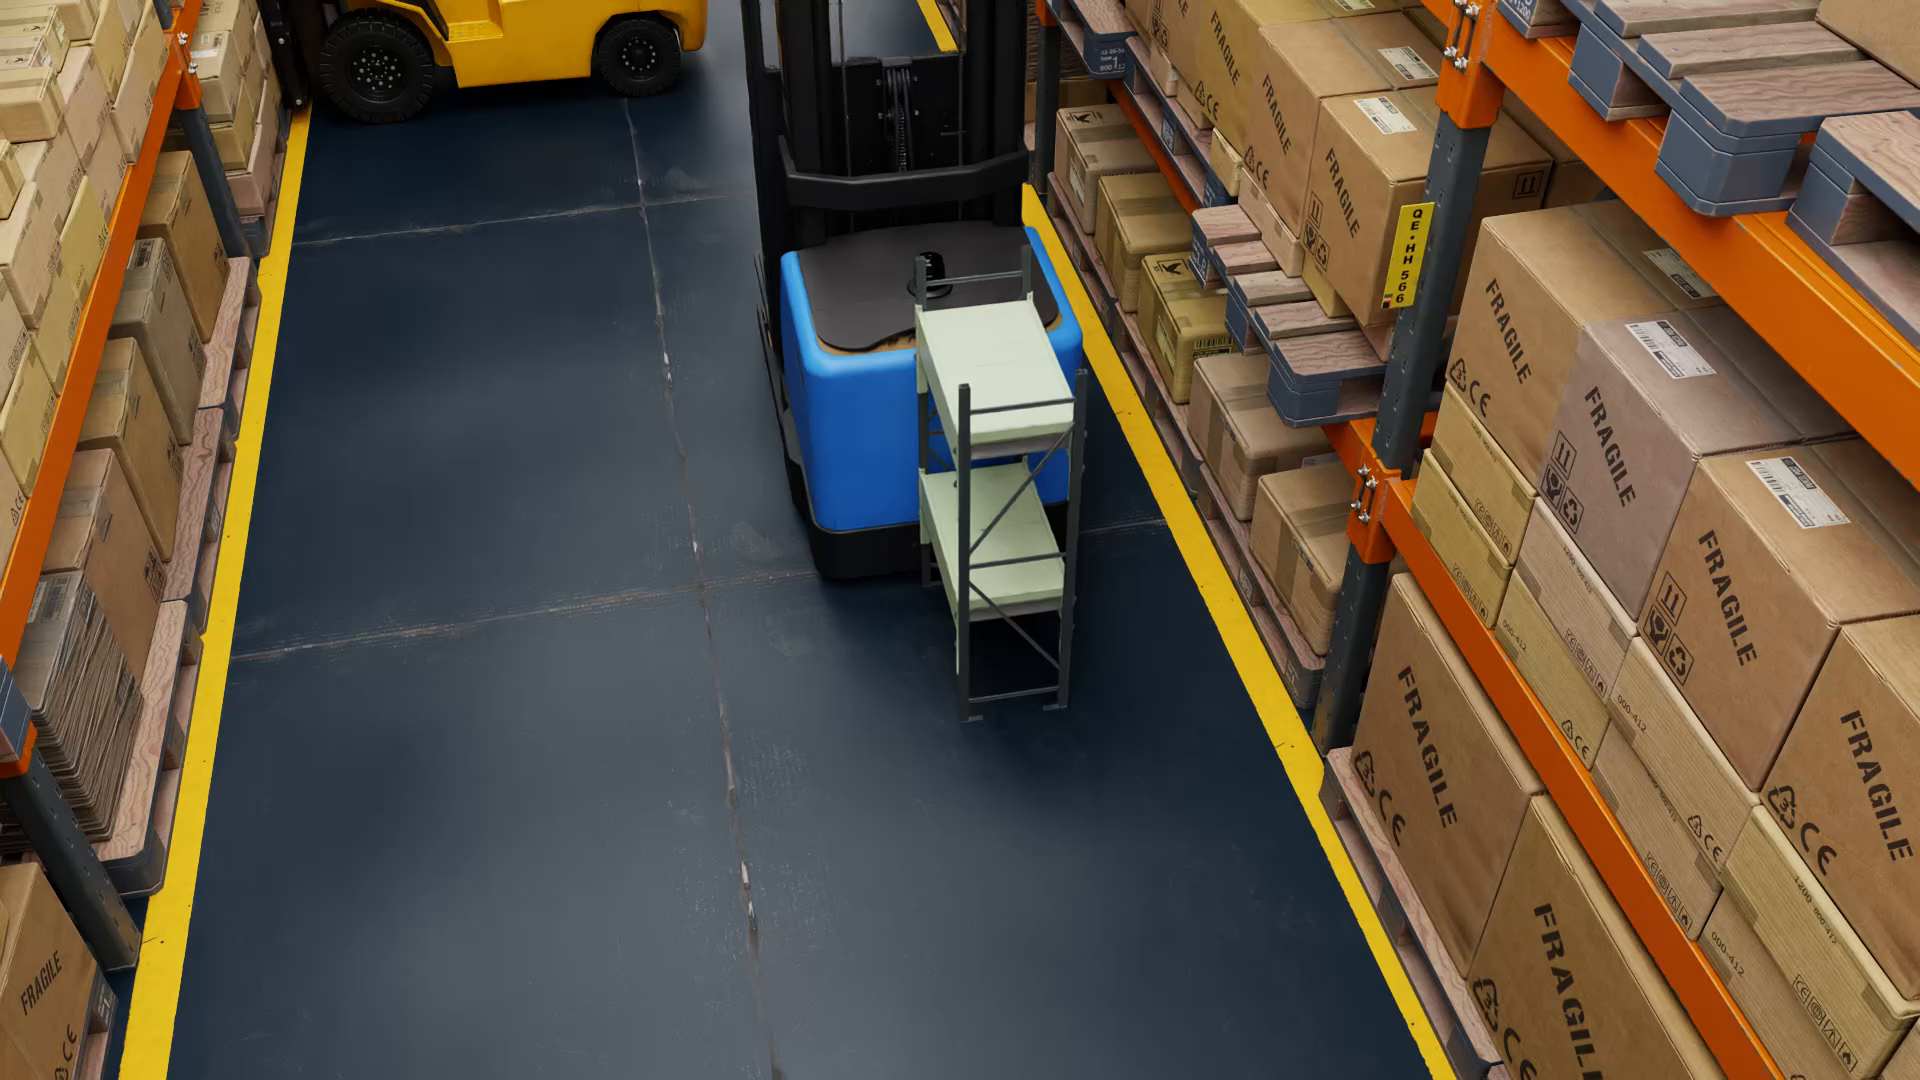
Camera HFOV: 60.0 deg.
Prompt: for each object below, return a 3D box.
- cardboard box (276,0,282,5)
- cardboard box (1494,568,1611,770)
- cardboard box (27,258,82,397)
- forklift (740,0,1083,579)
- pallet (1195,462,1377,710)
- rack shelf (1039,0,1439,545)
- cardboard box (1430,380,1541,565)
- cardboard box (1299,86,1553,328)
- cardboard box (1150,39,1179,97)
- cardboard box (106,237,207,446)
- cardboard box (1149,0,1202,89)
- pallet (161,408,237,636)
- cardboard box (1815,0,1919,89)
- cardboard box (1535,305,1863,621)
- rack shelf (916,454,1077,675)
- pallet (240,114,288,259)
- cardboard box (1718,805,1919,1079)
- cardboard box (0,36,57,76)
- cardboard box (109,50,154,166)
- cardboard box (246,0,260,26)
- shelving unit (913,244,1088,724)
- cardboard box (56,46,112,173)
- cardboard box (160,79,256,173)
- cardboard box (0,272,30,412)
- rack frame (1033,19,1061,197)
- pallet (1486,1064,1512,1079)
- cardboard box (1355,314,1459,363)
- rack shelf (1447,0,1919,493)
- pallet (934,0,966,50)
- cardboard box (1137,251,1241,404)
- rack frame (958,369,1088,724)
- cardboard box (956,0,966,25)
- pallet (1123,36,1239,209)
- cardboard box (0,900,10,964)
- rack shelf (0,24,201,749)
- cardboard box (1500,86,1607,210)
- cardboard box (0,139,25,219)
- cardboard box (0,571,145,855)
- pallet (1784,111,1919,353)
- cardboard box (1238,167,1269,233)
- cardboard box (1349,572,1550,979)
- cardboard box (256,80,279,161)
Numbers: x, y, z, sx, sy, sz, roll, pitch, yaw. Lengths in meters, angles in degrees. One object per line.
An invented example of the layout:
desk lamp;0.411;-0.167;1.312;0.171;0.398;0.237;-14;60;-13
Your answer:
cardboard box;-4.073;-2.989;9.236;0.500;0.250;0.500;-8;42;-9
cardboard box;1.743;0.284;4.283;0.500;0.250;0.500;-9;42;-11
cardboard box;-3.170;-0.668;5.356;0.500;0.250;0.500;-10;42;-11
forklift;-0.333;-1.930;6.716;1.130;2.935;3.031;-8;42;-9
pallet;1.588;0.081;6.500;1.003;0.211;1.213;-8;42;-9
rack shelf;1.323;-1.483;6.703;1.077;0.370;4.000;-8;42;-9
cardboard box;1.623;-0.222;4.477;0.500;0.250;0.500;-9;42;-10
cardboard box;1.386;-1.016;5.019;0.500;0.500;0.500;-9;42;-11
cardboard box;0.957;-1.859;6.458;0.380;0.149;0.250;-7;42;-8
cardboard box;-3.671;-0.763;6.822;0.875;0.625;0.625;-9;42;-10
cardboard box;1.036;-2.030;6.162;0.500;0.500;0.500;-10;43;-11
pallet;-3.490;-0.027;6.622;1.003;0.211;1.213;-8;42;-9
cardboard box;2.154;-1.157;3.143;0.700;0.500;0.500;-10;43;-11
cardboard box;1.739;-0.192;3.878;0.500;0.500;0.500;-8;42;-9
rack shelf;0.120;0.077;6.025;0.431;0.370;0.720;-8;42;-9
pallet;-4.085;-1.813;8.634;1.003;0.211;1.213;-8;42;-9
cardboard box;1.926;0.768;3.361;0.500;0.250;0.500;-8;42;-9
cardboard box;-3.359;-1.601;5.730;0.380;0.149;0.250;-8;42;-9
cardboard box;-3.476;-1.664;6.478;0.500;0.250;0.500;-9;42;-10
cardboard box;-3.971;-2.850;8.702;0.500;0.250;0.500;-7;42;-8
shelving unit;0.120;-0.167;5.808;0.431;1.500;0.755;-8;42;-9
cardboard box;-3.376;-1.519;5.938;0.500;0.250;0.500;-8;42;-8
cardboard box;-3.757;-2.008;8.131;0.500;0.250;0.500;-9;42;-9
cardboard box;-3.055;-0.520;4.813;0.500;0.250;0.500;-7;42;-8
rack frame;0.892;-3.048;7.924;1.000;3.000;0.127;-8;42;-9
pallet;2.112;1.899;4.452;1.003;0.211;1.213;-8;42;-9
cardboard box;1.455;-0.697;5.149;0.380;0.149;0.250;-7;42;-8
rack shelf;2.187;-0.012;2.786;1.077;0.370;4.000;-8;42;-9
pallet;0.445;-3.228;10.228;1.003;0.211;1.213;-8;42;-9
cardboard box;1.318;-0.967;7.243;0.950;0.372;0.625;-7;42;-8
rack frame;0.193;0.071;5.540;0.400;1.500;0.023;-8;42;-9
cardboard box;0.272;-3.196;9.845;0.500;0.250;0.500;-8;42;-9
pallet;1.288;-1.661;6.506;1.003;0.211;1.213;-8;42;-9
cardboard box;-2.737;1.077;4.355;0.380;0.149;0.250;-10;43;-11
rack shelf;-3.522;-0.769;5.899;1.077;0.370;4.000;-8;42;-9
cardboard box;1.884;-1.086;5.098;0.500;0.500;0.500;-9;42;-10
cardboard box;-3.161;-1.106;5.172;0.380;0.149;0.250;-8;42;-8
cardboard box;-3.212;0.583;5.306;0.875;0.625;0.625;-7;42;-8
pallet;2.190;-0.372;2.793;1.003;0.211;1.213;-7;42;-7
cardboard box;1.181;-1.182;5.695;0.380;0.149;0.250;-10;43;-11
cardboard box;1.823;0.642;5.052;0.875;0.875;0.875;-9;42;-10
cardboard box;-3.860;-2.151;8.669;0.500;0.250;0.500;-9;42;-10
